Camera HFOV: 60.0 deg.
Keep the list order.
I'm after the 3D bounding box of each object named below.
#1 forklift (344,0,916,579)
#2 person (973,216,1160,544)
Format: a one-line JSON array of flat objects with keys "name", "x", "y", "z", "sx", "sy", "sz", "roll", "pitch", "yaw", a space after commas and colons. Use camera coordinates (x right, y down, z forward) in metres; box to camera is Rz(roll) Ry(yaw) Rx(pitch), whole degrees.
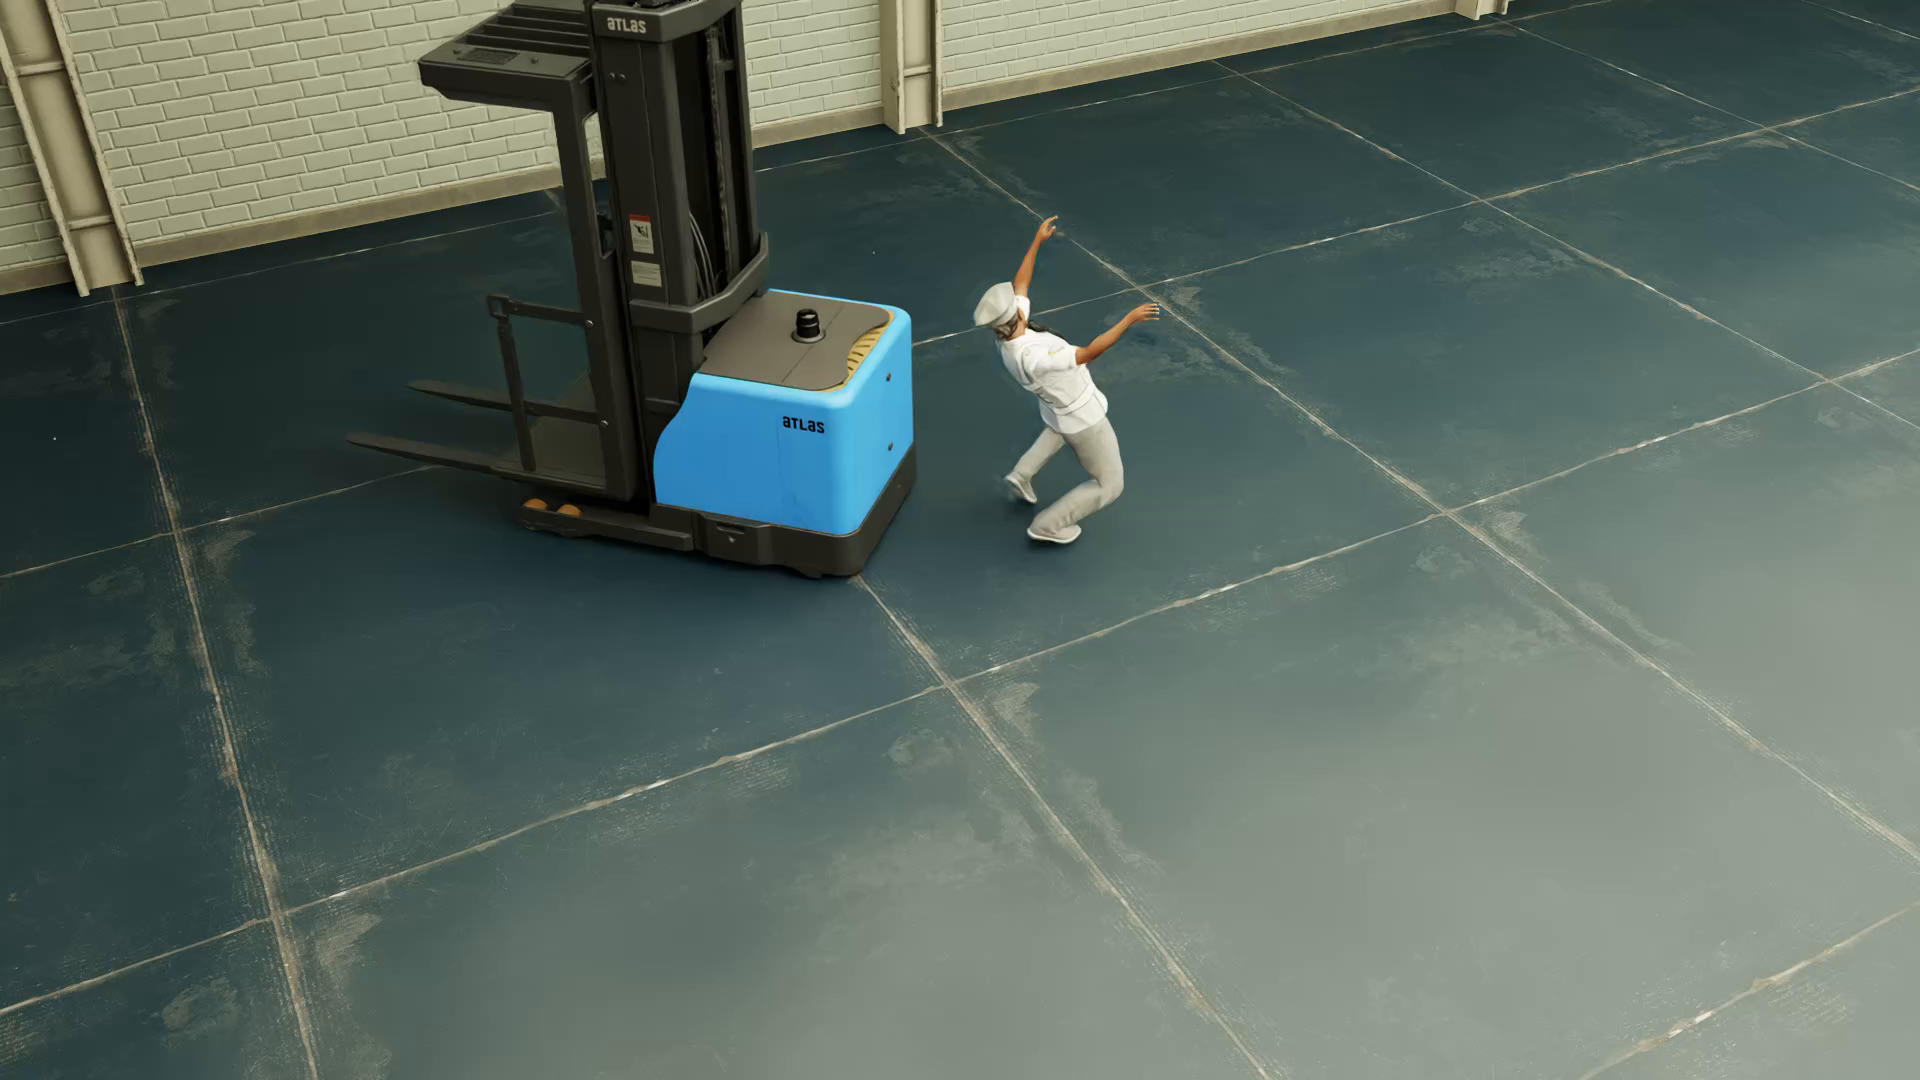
[{"name": "forklift", "x": -1.812, "y": -1.491, "z": 8.233, "sx": 3.031, "sy": 2.935, "sz": 1.130, "roll": 10, "pitch": 37, "yaw": 14}, {"name": "person", "x": 0.455, "y": -0.685, "z": 8.255, "sx": 0.727, "sy": 1.583, "sz": 0.911, "roll": -15, "pitch": 38, "yaw": -20}]
